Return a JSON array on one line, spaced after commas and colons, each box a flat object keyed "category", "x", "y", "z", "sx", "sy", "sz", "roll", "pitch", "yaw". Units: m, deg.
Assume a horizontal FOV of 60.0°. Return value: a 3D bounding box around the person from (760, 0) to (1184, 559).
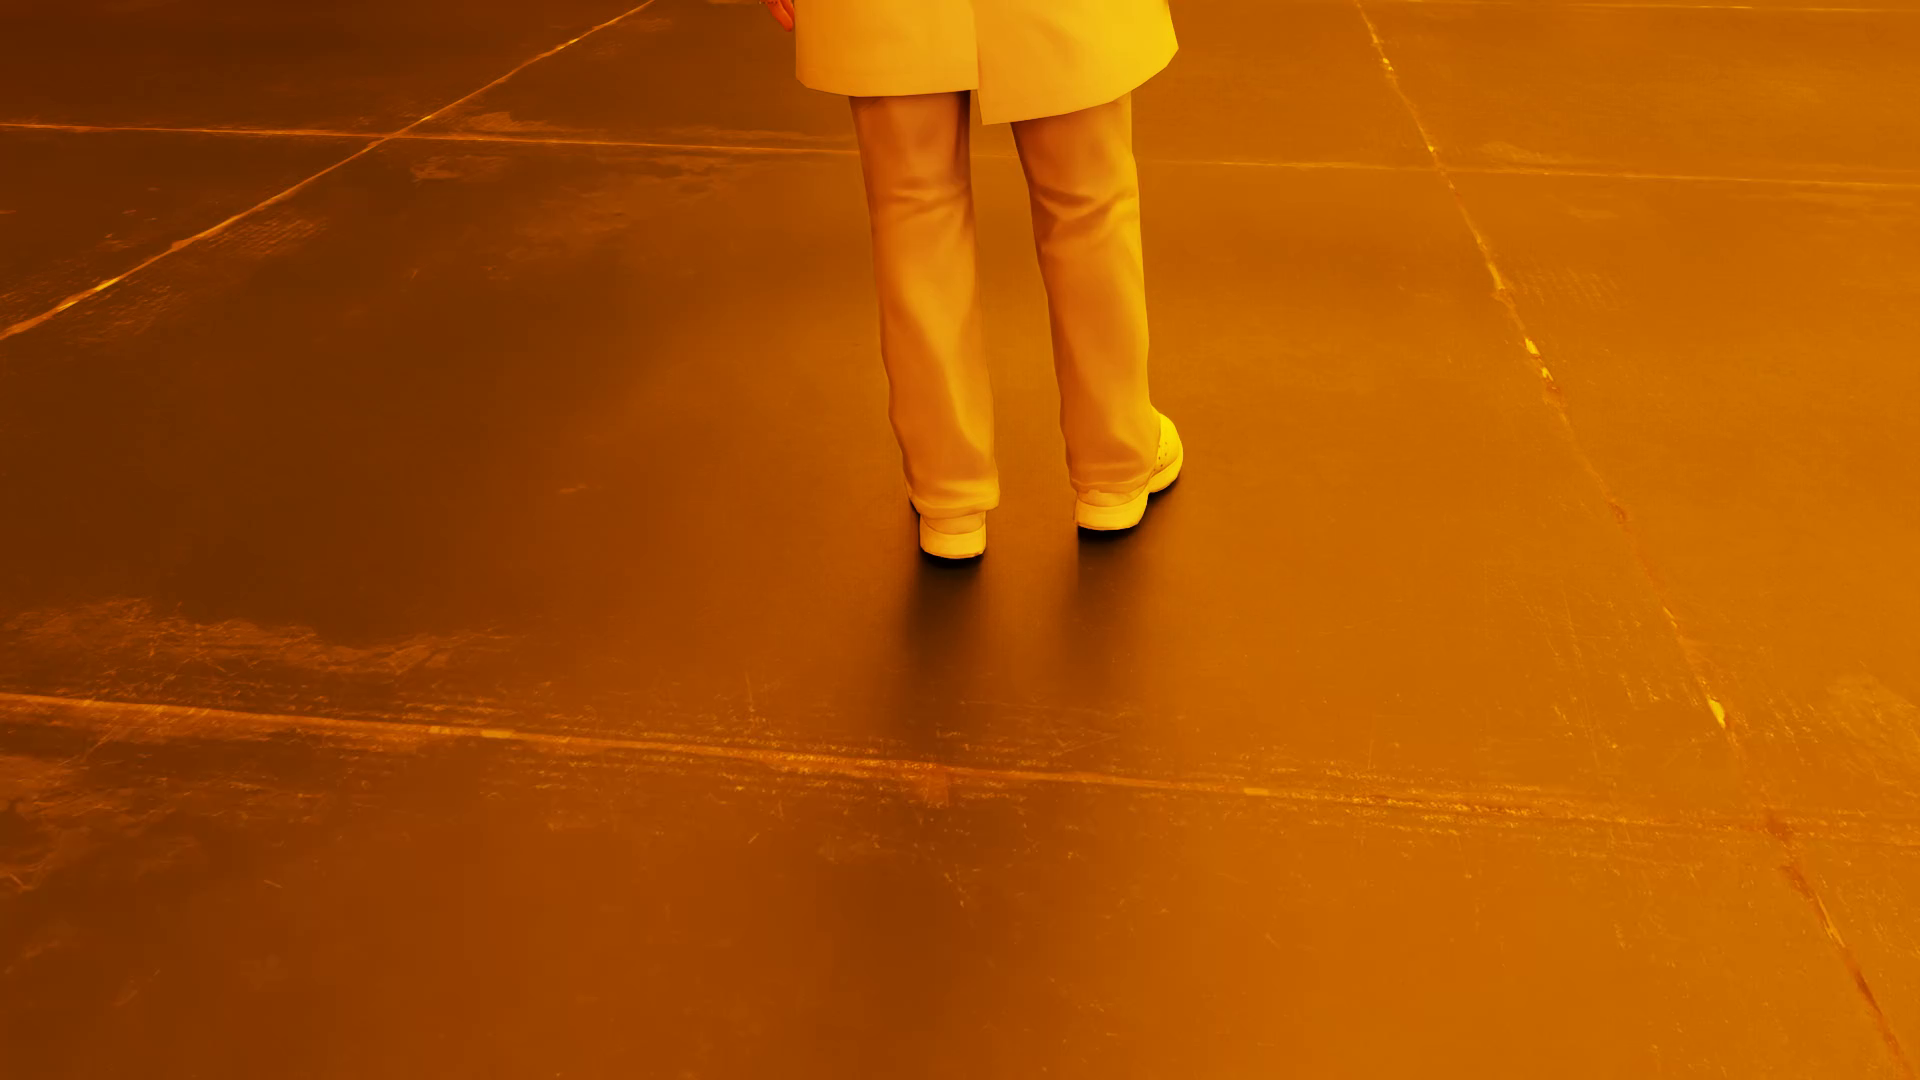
[{"category": "person", "x": 0.017, "y": -0.841, "z": 2.180, "sx": 0.696, "sy": 1.775, "sz": 0.581, "roll": 3, "pitch": 27, "yaw": 7}]
